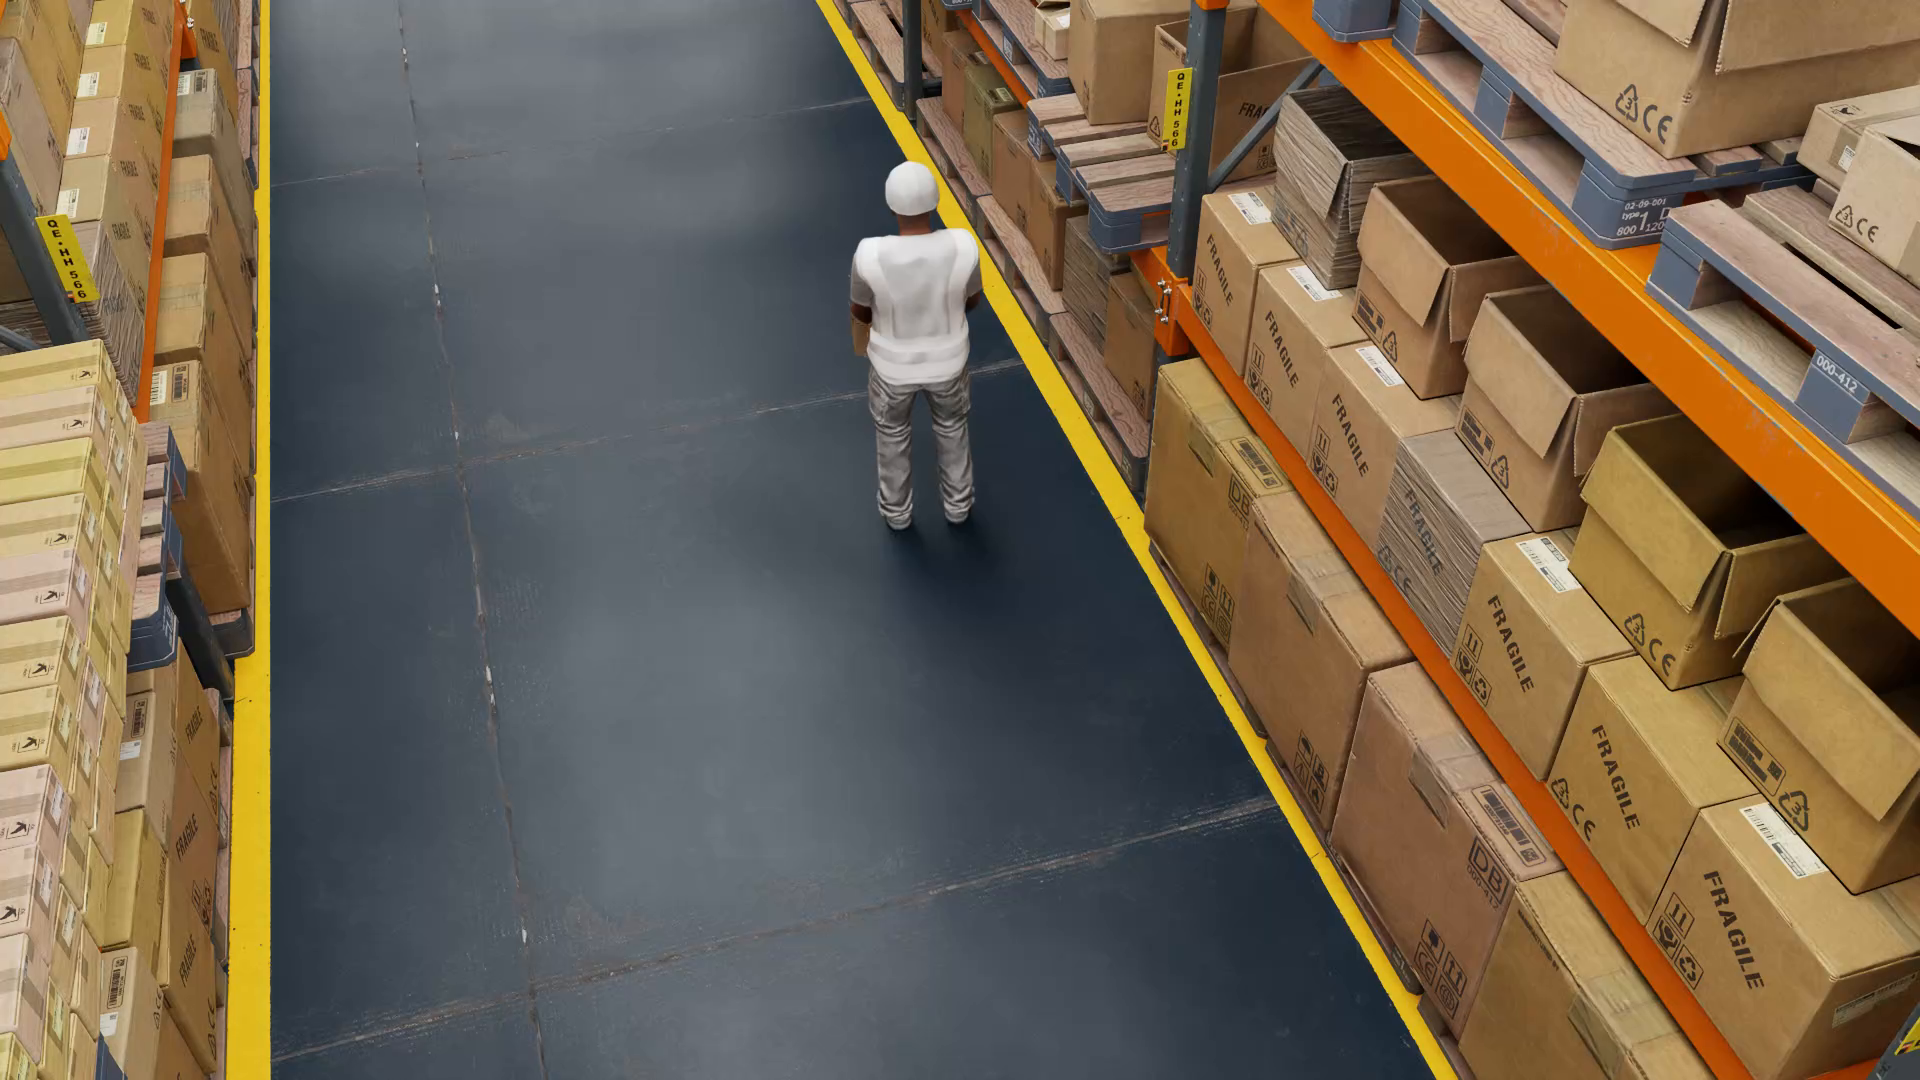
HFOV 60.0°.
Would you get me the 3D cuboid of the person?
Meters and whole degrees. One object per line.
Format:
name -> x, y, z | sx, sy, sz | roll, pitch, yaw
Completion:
person -> -0.188, -0.821, 7.060 | 0.546, 1.786, 0.509 | -6, 42, -6
